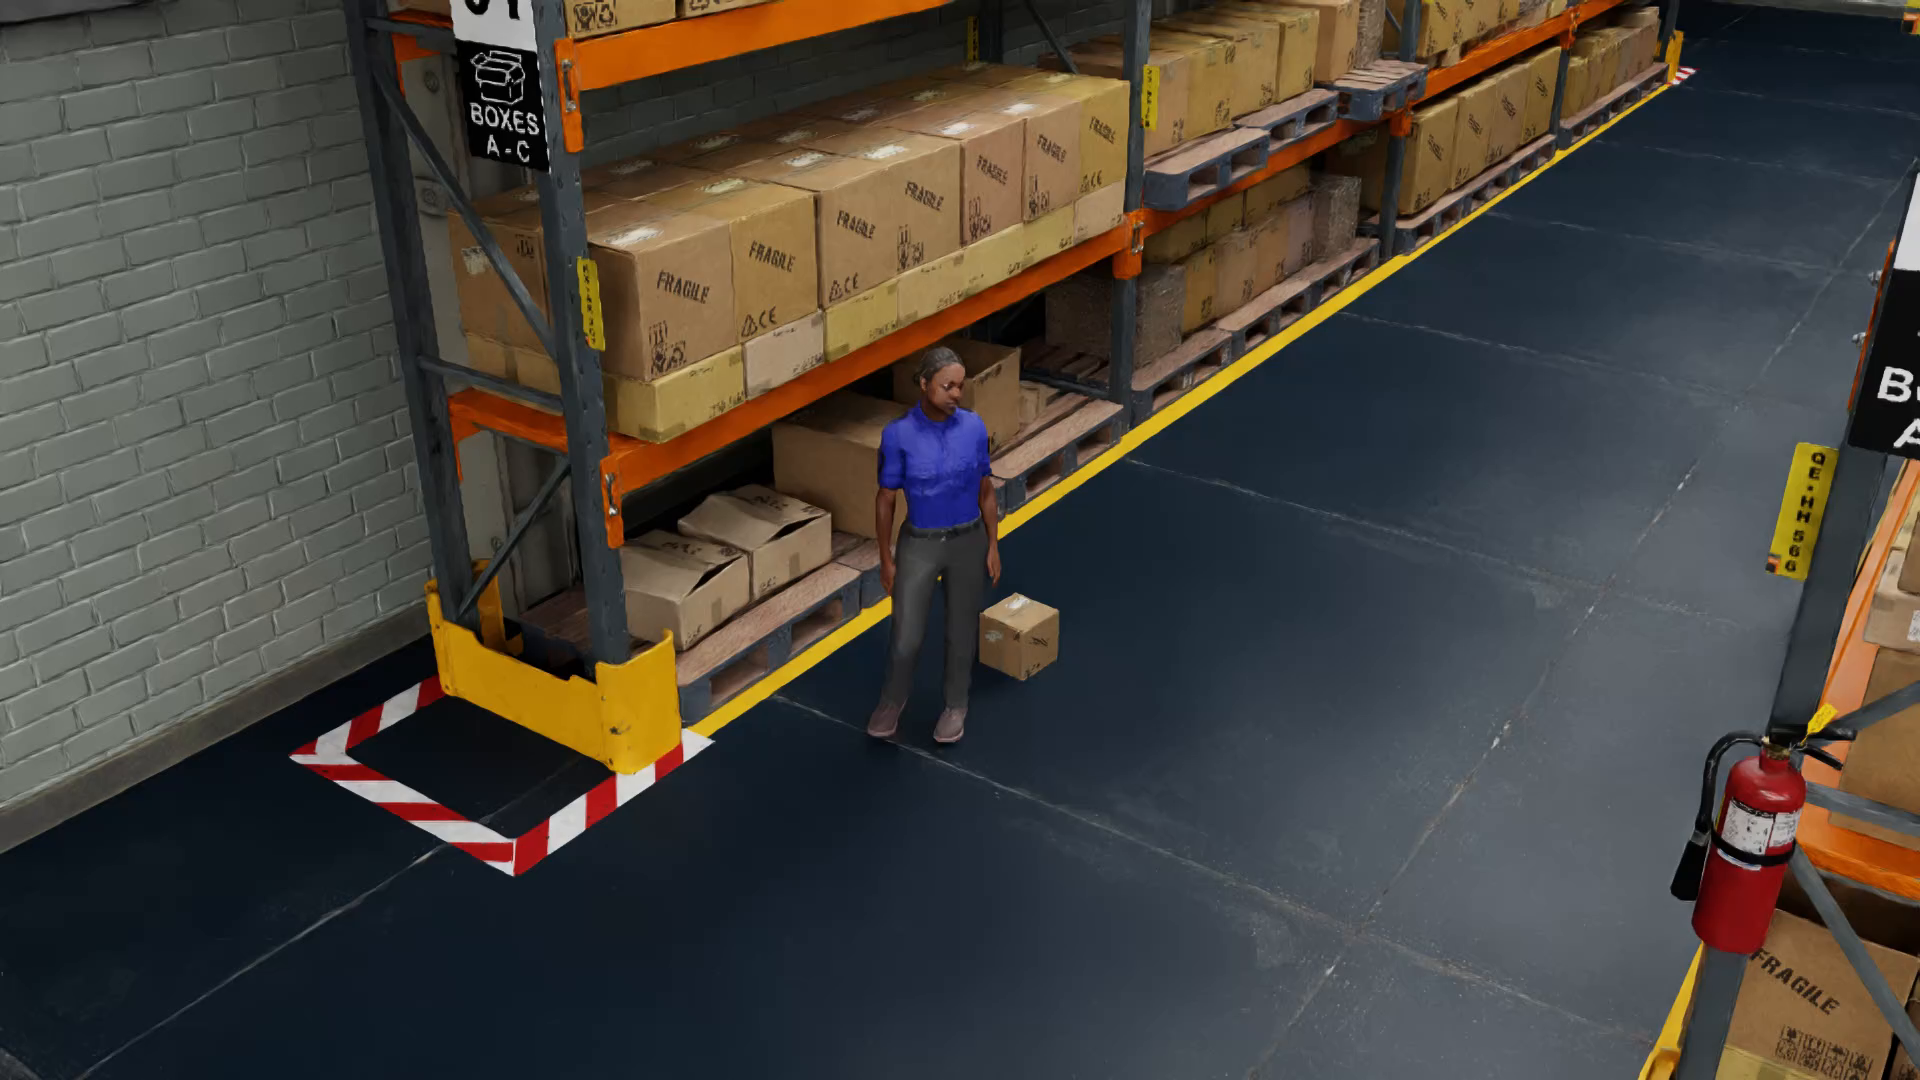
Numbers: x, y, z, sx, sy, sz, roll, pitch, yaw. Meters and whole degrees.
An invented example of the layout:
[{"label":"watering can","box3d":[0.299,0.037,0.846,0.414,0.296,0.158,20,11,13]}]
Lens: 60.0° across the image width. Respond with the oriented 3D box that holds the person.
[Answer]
[{"label":"person","box3d":[-0.119,0.051,6.513,0.554,1.643,0.353,-8,28,-15]}]
